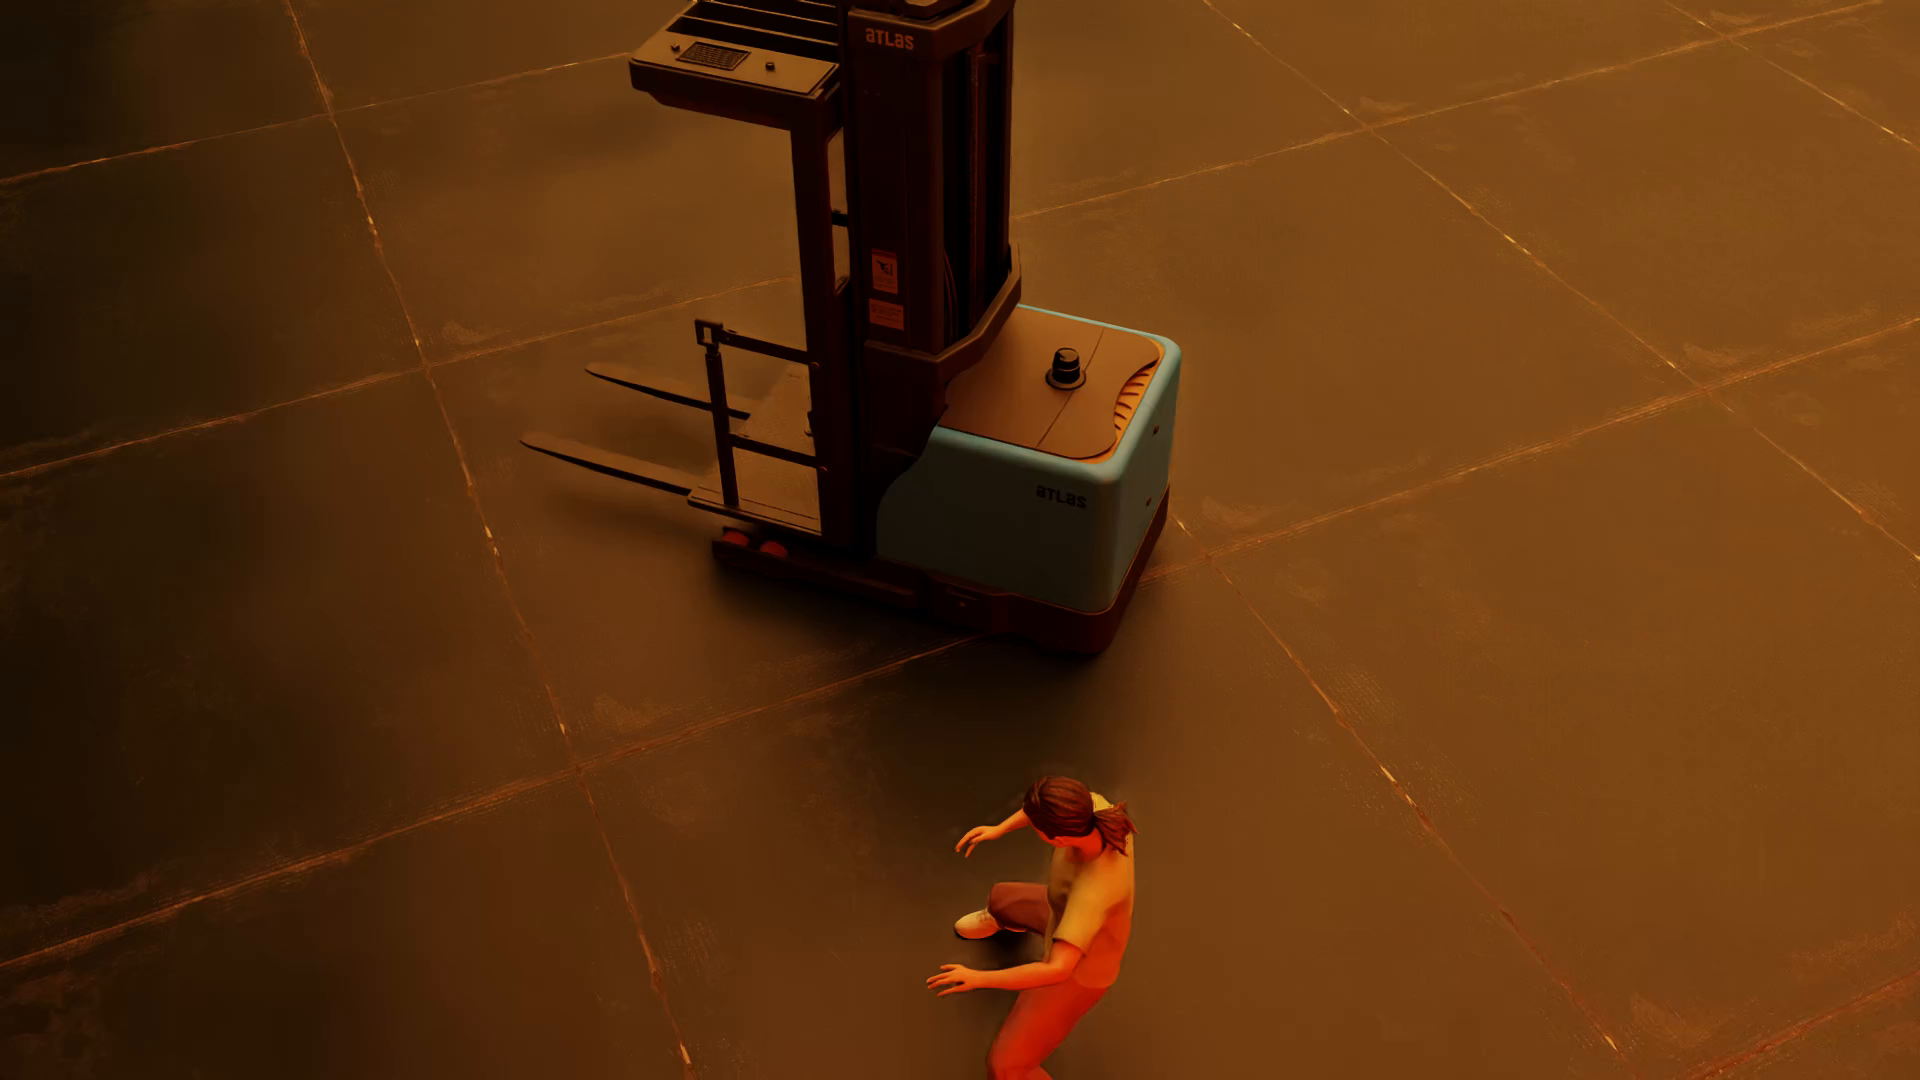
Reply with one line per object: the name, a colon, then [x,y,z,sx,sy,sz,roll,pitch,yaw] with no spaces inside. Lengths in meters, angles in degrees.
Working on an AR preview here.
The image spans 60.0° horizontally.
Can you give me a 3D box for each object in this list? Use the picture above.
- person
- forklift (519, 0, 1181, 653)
person: [0.229,1.289,5.380,0.636,1.455,1.196,5,43,6]
forklift: [-0.598,-1.219,6.987,3.031,2.935,1.130,15,45,16]
